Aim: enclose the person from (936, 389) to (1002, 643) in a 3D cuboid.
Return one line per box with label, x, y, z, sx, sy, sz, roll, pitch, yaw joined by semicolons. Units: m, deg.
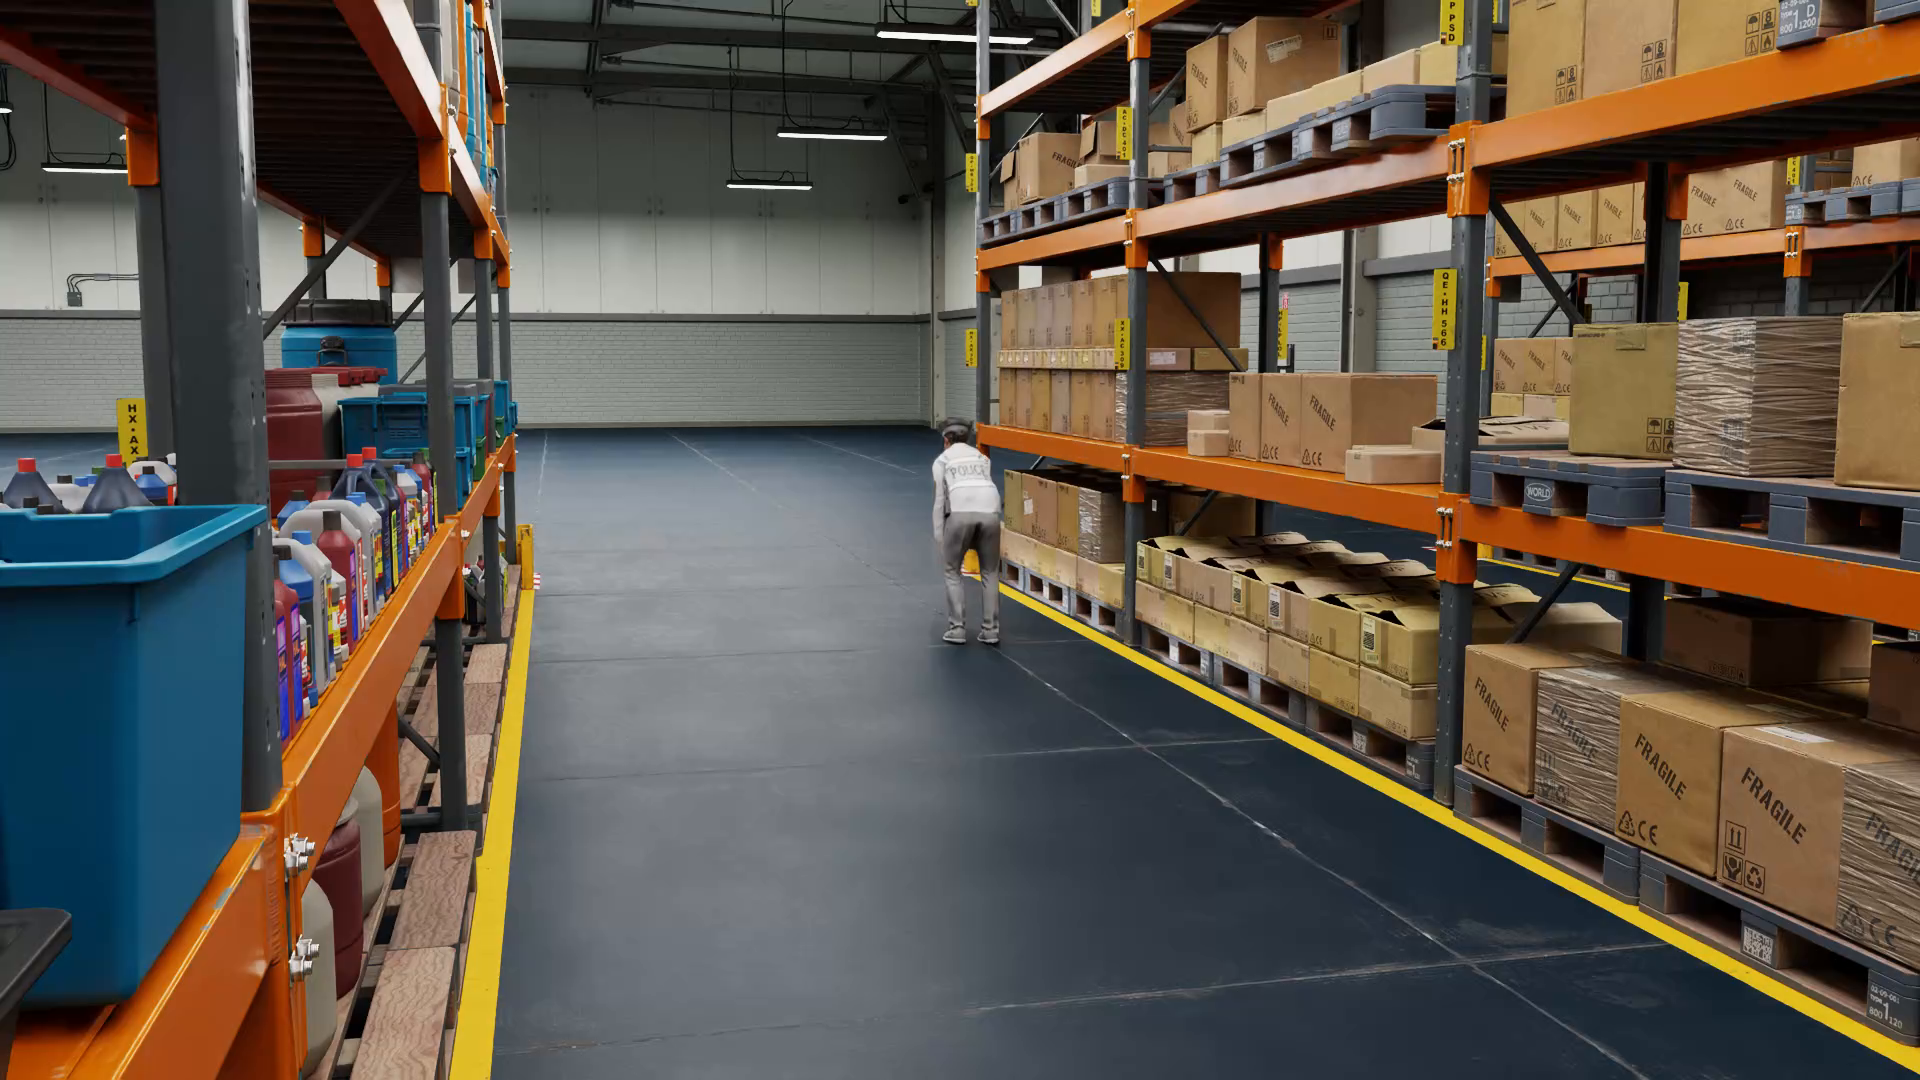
person;0.049;-0.156;11.031;0.415;1.688;0.524;-1;6;-13
